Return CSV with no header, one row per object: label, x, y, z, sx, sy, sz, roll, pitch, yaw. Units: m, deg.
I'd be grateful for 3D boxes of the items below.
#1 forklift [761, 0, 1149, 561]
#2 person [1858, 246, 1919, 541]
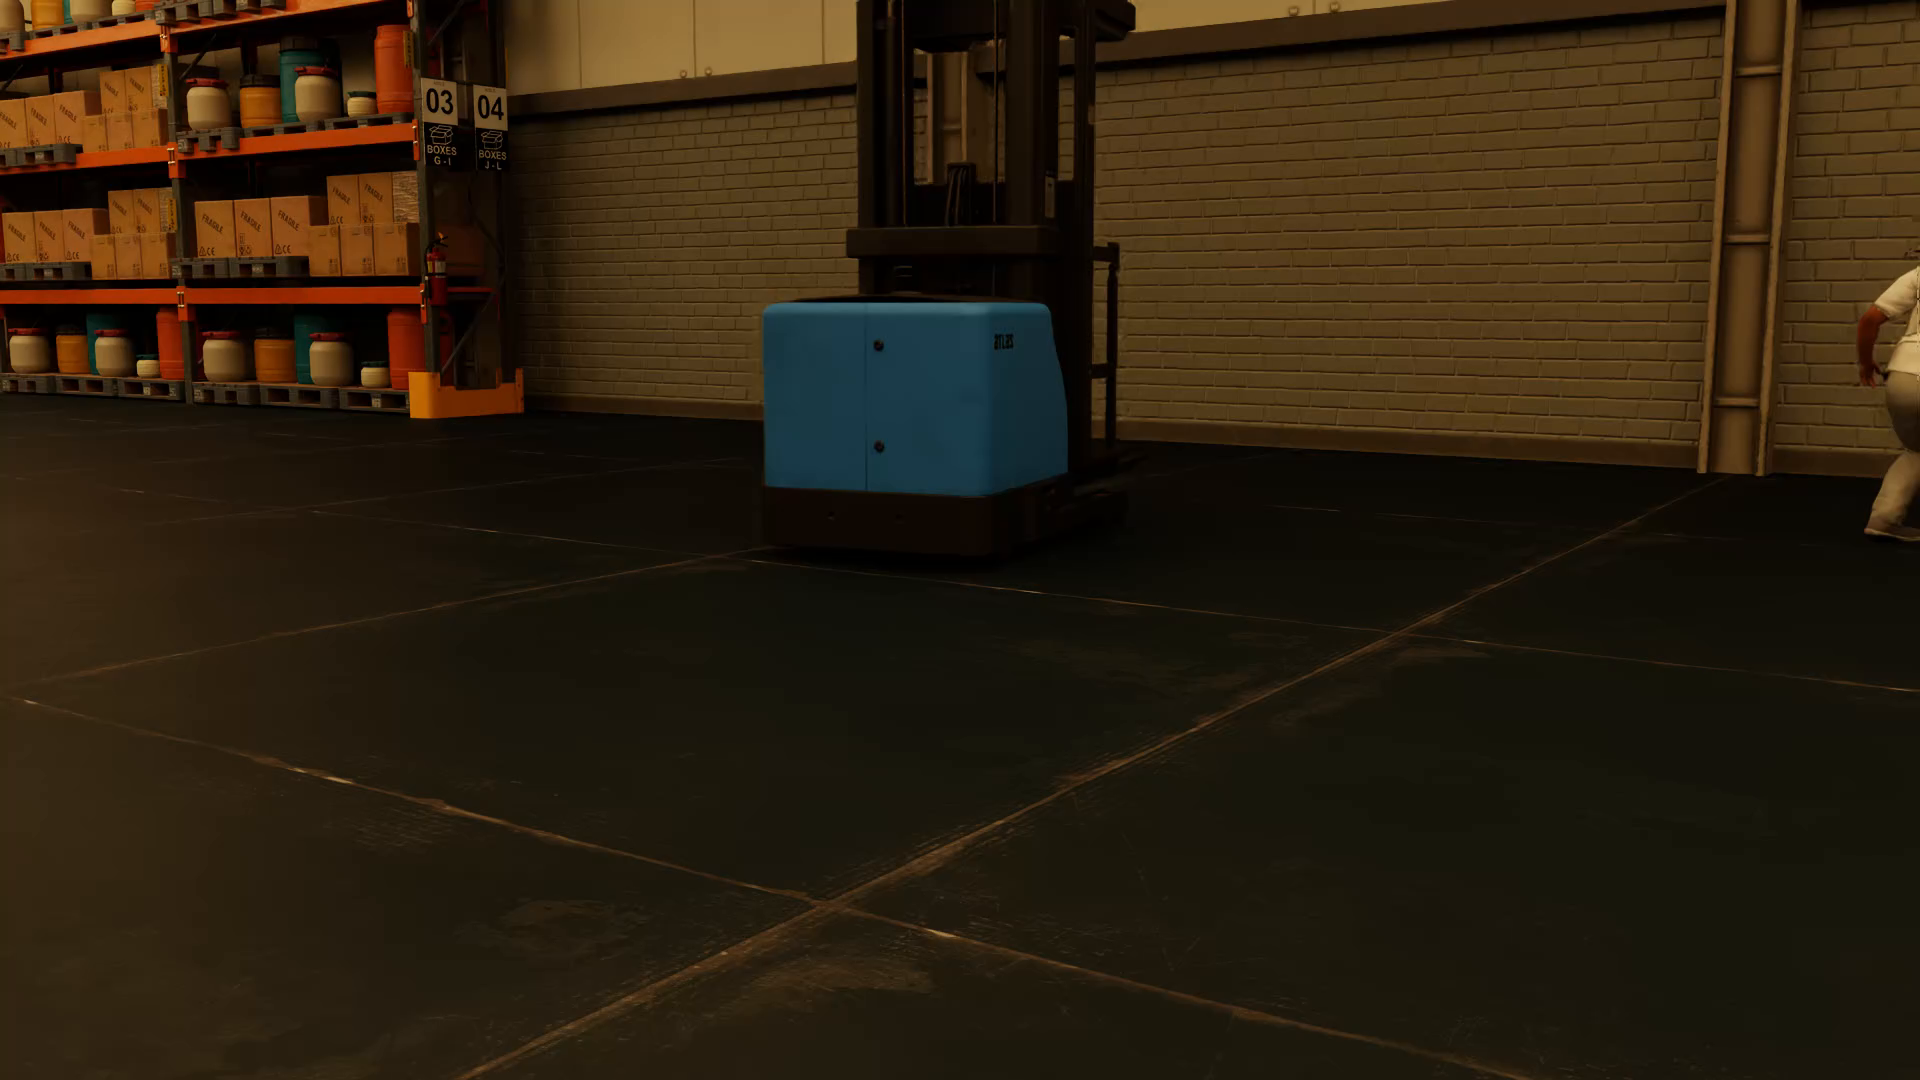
forklift,0.186,-1.535,7.986,1.130,2.935,3.031,3,9,22
person,4.414,-0.683,7.344,0.510,1.508,0.884,-8,11,-44
